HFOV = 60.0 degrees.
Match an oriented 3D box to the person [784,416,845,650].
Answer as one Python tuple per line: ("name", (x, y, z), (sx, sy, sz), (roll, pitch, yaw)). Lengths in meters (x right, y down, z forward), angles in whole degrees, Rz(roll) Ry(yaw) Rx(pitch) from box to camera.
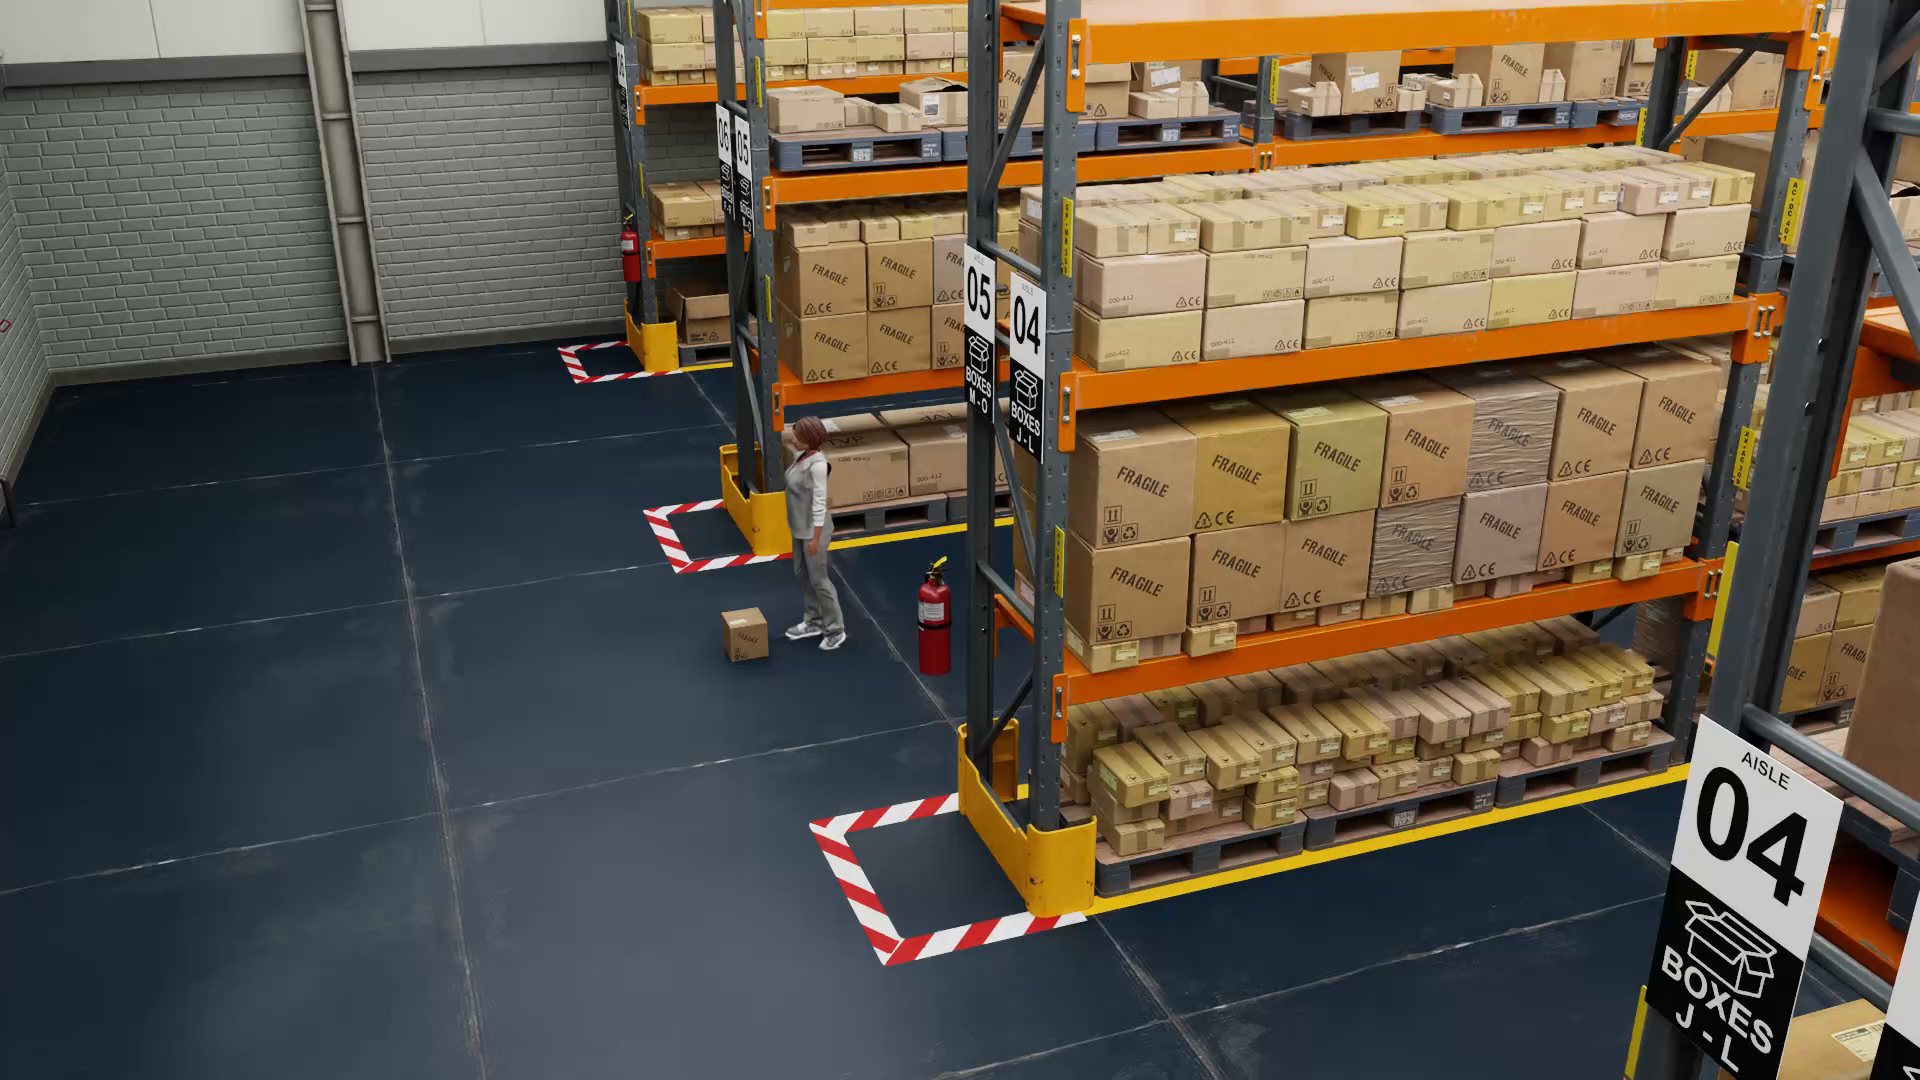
("person", (-0.977, -0.013, 10.959), (0.365, 1.621, 0.412), (-8, 24, -18))
